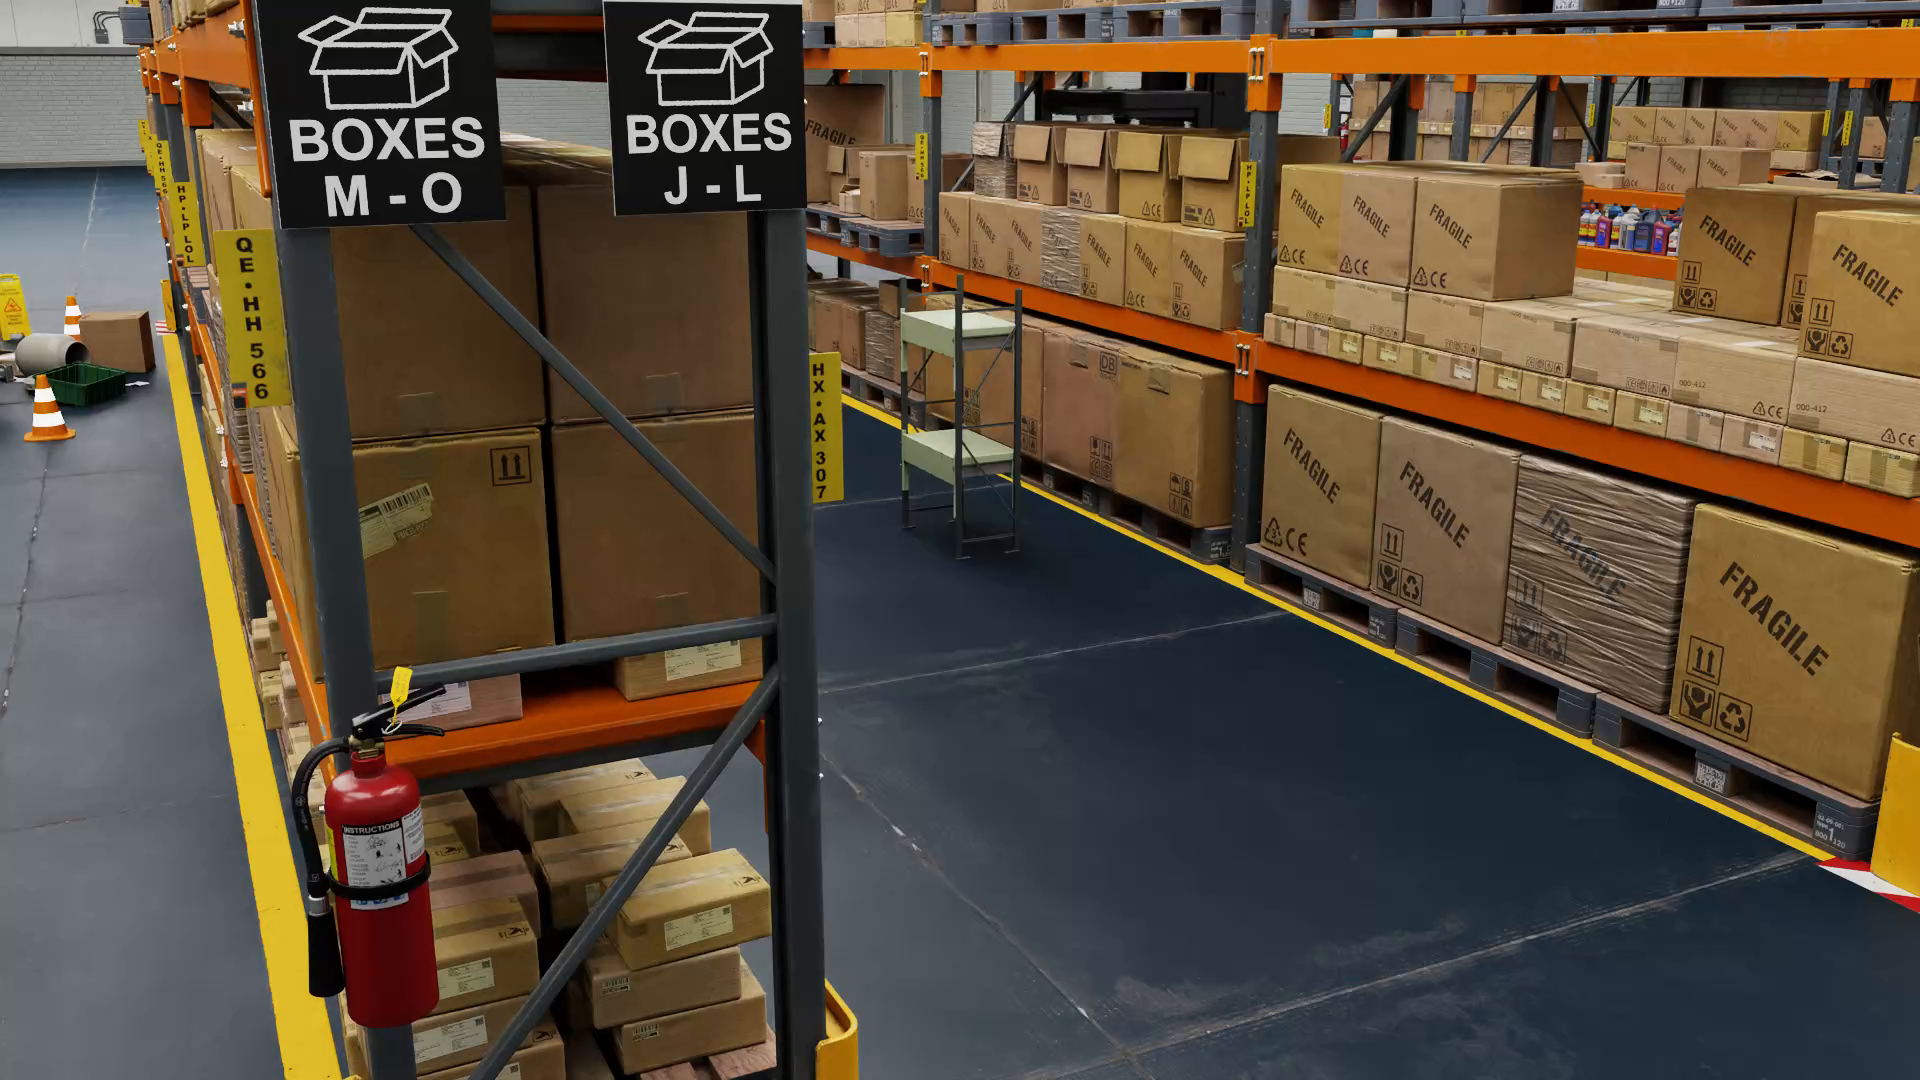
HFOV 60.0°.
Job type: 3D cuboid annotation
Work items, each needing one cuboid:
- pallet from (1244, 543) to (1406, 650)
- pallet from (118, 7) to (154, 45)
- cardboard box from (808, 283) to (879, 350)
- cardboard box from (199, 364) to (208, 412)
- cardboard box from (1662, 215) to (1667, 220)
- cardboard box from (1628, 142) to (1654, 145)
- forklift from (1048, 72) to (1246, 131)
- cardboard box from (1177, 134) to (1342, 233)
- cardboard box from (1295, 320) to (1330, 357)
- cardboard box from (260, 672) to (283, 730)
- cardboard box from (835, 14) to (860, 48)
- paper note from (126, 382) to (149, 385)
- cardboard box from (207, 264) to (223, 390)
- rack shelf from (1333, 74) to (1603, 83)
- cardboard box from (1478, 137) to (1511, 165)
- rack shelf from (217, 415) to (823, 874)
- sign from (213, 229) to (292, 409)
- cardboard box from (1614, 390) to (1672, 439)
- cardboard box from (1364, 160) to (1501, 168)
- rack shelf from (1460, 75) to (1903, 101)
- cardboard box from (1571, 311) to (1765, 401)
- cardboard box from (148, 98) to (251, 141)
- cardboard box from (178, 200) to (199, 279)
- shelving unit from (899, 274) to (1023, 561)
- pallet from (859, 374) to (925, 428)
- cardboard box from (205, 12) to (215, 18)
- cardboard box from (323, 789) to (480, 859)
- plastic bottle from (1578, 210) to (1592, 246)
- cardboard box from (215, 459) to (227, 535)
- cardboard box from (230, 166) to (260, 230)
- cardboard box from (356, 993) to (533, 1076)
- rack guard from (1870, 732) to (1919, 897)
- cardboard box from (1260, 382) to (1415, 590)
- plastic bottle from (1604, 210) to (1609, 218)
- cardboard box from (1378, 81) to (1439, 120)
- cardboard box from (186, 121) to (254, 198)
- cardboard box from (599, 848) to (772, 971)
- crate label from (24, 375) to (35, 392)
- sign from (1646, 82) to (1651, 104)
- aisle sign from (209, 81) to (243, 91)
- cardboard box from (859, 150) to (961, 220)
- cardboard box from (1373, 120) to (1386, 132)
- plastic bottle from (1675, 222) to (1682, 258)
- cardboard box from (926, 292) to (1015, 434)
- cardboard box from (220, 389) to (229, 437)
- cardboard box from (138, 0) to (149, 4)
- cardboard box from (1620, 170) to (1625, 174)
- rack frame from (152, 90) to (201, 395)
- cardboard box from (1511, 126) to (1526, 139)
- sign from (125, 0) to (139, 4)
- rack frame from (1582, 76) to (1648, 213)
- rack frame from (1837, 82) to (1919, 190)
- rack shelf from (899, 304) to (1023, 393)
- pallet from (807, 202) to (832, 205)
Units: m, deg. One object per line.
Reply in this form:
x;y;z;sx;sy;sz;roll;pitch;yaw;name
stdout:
2.225;0.214;8.621;1.003;0.211;1.213;-8;18;-25;pallet
-4.623;-3.246;10.527;1.213;0.211;1.003;-7;17;-22;pallet
-1.101;-2.042;15.163;0.700;0.500;0.500;-8;18;-25;cardboard box
-4.208;-0.902;9.867;0.500;0.250;0.500;-9;18;-27;cardboard box
10.535;-4.690;24.734;0.500;0.311;0.500;-6;17;-20;cardboard box
10.232;-5.746;24.572;0.500;0.250;0.500;-8;18;-27;cardboard box
1.257;-2.277;12.371;3.031;2.935;1.130;-8;18;-27;forklift
1.675;-2.011;9.322;0.797;0.503;0.637;-8;18;-26;cardboard box
1.908;-1.024;8.338;0.380;0.149;0.250;-8;18;-27;cardboard box
-2.553;0.614;6.580;0.380;0.149;0.250;-7;17;-23;cardboard box
-0.666;-4.020;13.155;0.500;0.250;0.500;-7;17;-23;cardboard box
-7.154;-1.364;14.446;0.142;0.020;0.147;7;17;23;paper note
-2.550;-0.787;6.336;0.500;0.500;0.500;-8;18;-26;cardboard box
6.488;-6.096;21.420;1.077;0.370;4.000;-8;18;-25;rack shelf
6.927;-4.791;20.827;0.700;0.500;0.500;-8;18;-25;cardboard box
-1.664;0.092;5.296;1.077;0.370;4.000;-8;18;-25;rack shelf
-1.296;-0.404;3.049;0.100;0.325;0.005;-8;18;-25;sign
2.814;-0.513;6.555;0.380;0.149;0.250;-8;18;-26;cardboard box
2.404;-1.674;8.518;0.500;0.500;0.500;-7;17;-23;cardboard box
5.539;-3.514;12.425;1.077;0.370;4.000;-8;18;-25;rack shelf
2.819;-0.743;6.635;0.500;0.250;0.500;-8;18;-27;cardboard box
-6.521;-3.542;14.427;0.875;0.550;0.550;-8;18;-25;cardboard box
-4.949;-1.993;11.075;0.500;0.500;0.500;-8;18;-25;cardboard box
-0.003;-0.723;9.550;0.431;1.500;0.755;-8;18;-25;shelving unit
-0.131;-1.169;13.443;1.003;0.211;1.213;-8;18;-25;pallet
-1.661;-1.458;4.229;0.500;0.250;0.500;-7;17;-23;cardboard box
-1.590;0.834;4.734;0.380;0.149;0.250;-8;18;-27;cardboard box
4.950;-2.469;13.149;0.097;0.271;0.097;0;16;0;plastic bottle
-3.760;-0.285;9.075;0.500;0.500;0.500;-8;18;-26;cardboard box
-1.434;-0.638;4.004;0.500;0.500;0.500;-8;18;-27;cardboard box
-1.276;1.171;4.099;0.380;0.149;0.250;-8;18;-26;cardboard box
3.725;0.875;5.794;1.175;0.500;0.348;-8;18;-25;rack guard
2.180;-0.331;8.557;0.875;0.875;0.875;-8;18;-25;cardboard box
5.401;-2.658;13.934;0.097;0.201;0.097;0;16;0;plastic bottle
6.064;-5.907;22.364;0.700;0.500;0.500;-8;18;-26;cardboard box
-4.930;-2.635;11.500;0.700;0.500;0.500;-8;18;-26;cardboard box
-0.712;0.954;4.317;0.380;0.149;0.250;-9;18;-27;cardboard box
-7.779;-1.329;14.135;0.250;0.136;0.298;7;17;23;crate label
10.571;-6.866;25.565;0.100;0.325;0.005;-8;18;-25;sign
-7.559;-5.028;17.122;0.394;0.787;0.004;-8;18;-25;aisle sign
-0.397;-2.821;13.200;0.700;0.500;0.500;-5;17;-17;cardboard box
5.816;-5.605;22.487;0.380;0.149;0.250;-8;18;-25;cardboard box
5.410;-2.228;12.301;0.152;0.276;0.135;-8;18;-25;plastic bottle
0.494;-1.323;12.012;1.225;0.875;0.875;-9;18;-27;cardboard box
-2.711;-0.519;6.577;0.380;0.149;0.250;-7;17;-23;cardboard box
-5.021;-3.613;10.685;0.500;0.311;0.500;-8;18;-25;cardboard box
7.915;-4.243;19.343;0.396;0.266;0.258;-8;18;-26;cardboard box
-6.045;-2.733;13.837;1.000;3.000;0.127;-8;18;-25;rack frame
6.946;-4.967;20.263;0.380;0.149;0.250;-8;18;-26;cardboard box
-6.544;-4.394;13.106;0.100;0.325;0.005;-8;18;-25;sign
10.063;-6.095;25.552;1.000;3.000;0.127;-8;18;-25;rack frame
9.117;-3.512;16.550;1.000;3.000;0.127;-8;18;-25;rack frame
-0.003;-1.098;9.442;0.431;0.370;0.720;-8;18;-25;rack shelf
-1.338;-3.008;15.143;1.003;0.211;1.213;-8;18;-25;pallet
